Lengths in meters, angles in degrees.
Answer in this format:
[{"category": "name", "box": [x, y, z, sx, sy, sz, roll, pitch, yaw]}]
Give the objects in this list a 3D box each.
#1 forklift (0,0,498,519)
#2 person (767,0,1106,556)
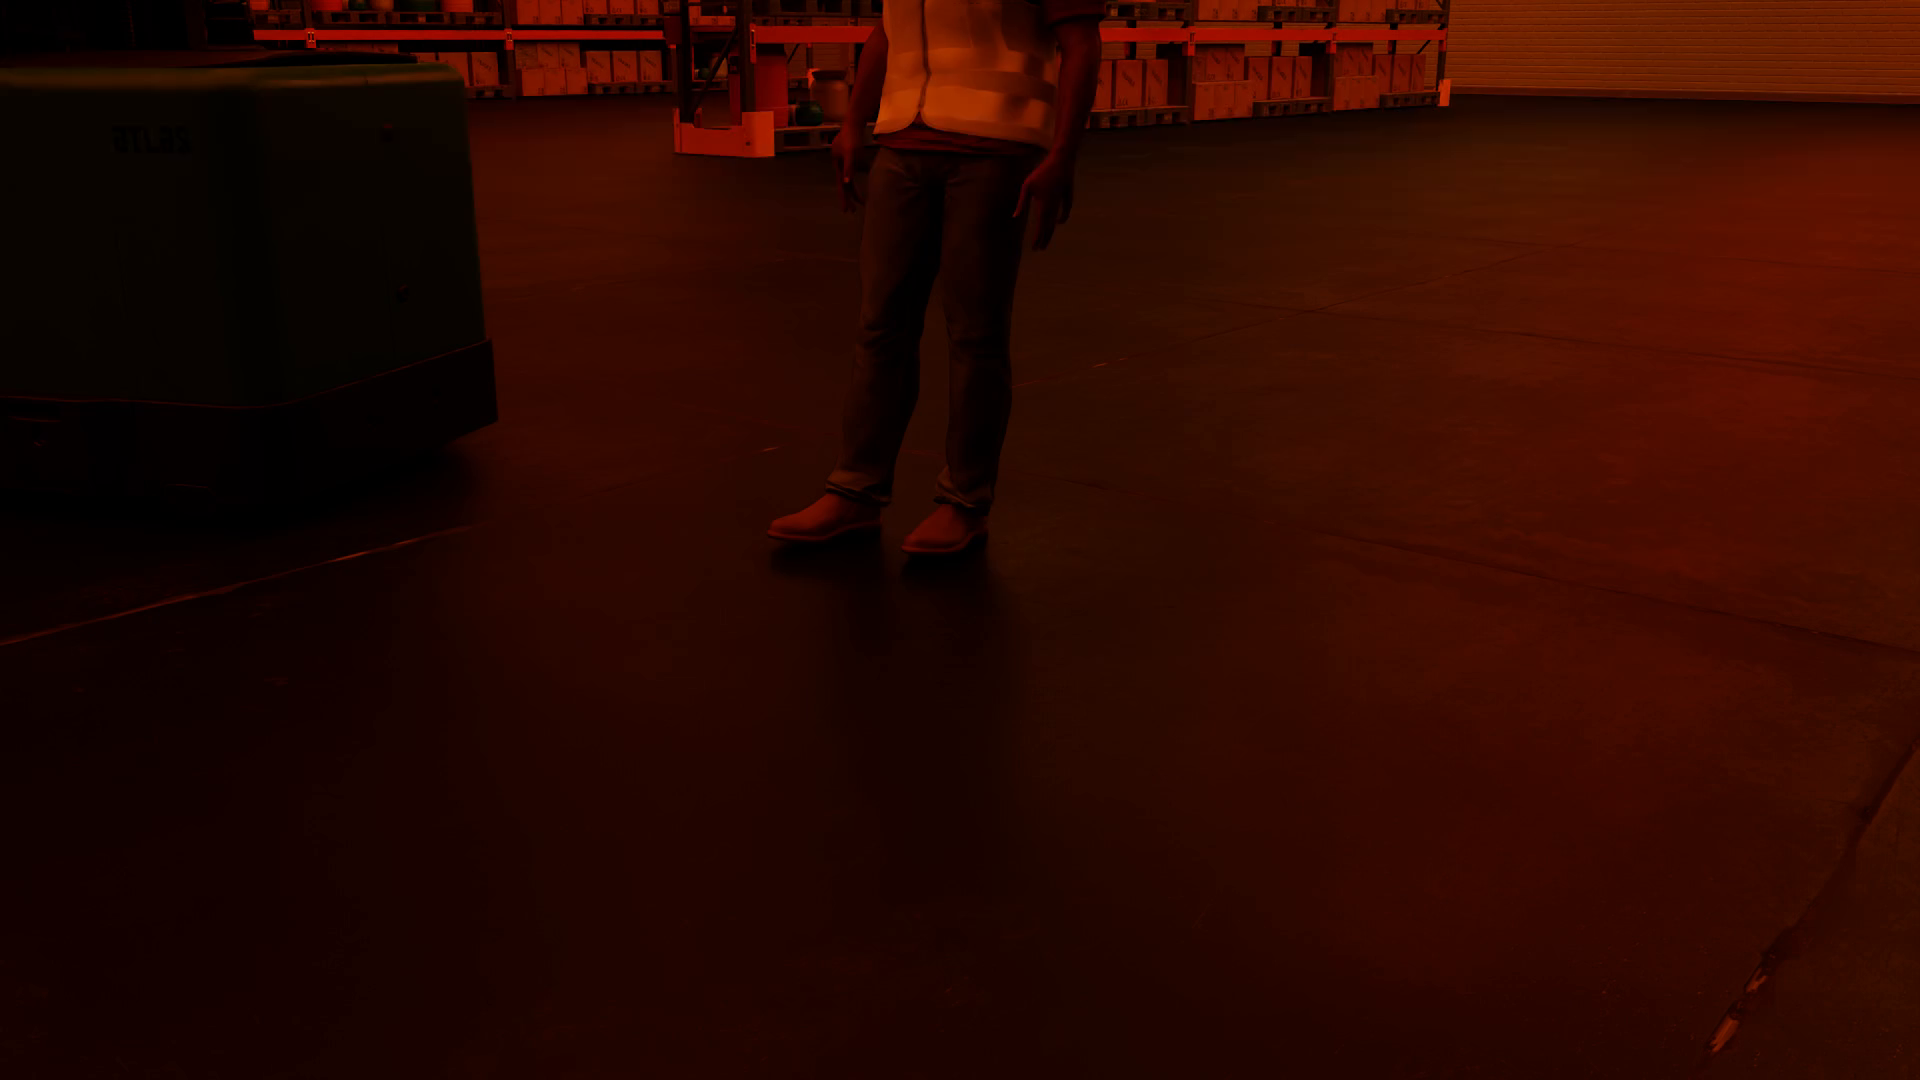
[{"category": "forklift", "box": [-2.920, -1.675, 4.415, 3.031, 2.935, 1.130, 5, 18, 15]}, {"category": "person", "box": [-0.048, -0.837, 3.634, 0.666, 1.768, 0.575, 13, 21, 37]}]
